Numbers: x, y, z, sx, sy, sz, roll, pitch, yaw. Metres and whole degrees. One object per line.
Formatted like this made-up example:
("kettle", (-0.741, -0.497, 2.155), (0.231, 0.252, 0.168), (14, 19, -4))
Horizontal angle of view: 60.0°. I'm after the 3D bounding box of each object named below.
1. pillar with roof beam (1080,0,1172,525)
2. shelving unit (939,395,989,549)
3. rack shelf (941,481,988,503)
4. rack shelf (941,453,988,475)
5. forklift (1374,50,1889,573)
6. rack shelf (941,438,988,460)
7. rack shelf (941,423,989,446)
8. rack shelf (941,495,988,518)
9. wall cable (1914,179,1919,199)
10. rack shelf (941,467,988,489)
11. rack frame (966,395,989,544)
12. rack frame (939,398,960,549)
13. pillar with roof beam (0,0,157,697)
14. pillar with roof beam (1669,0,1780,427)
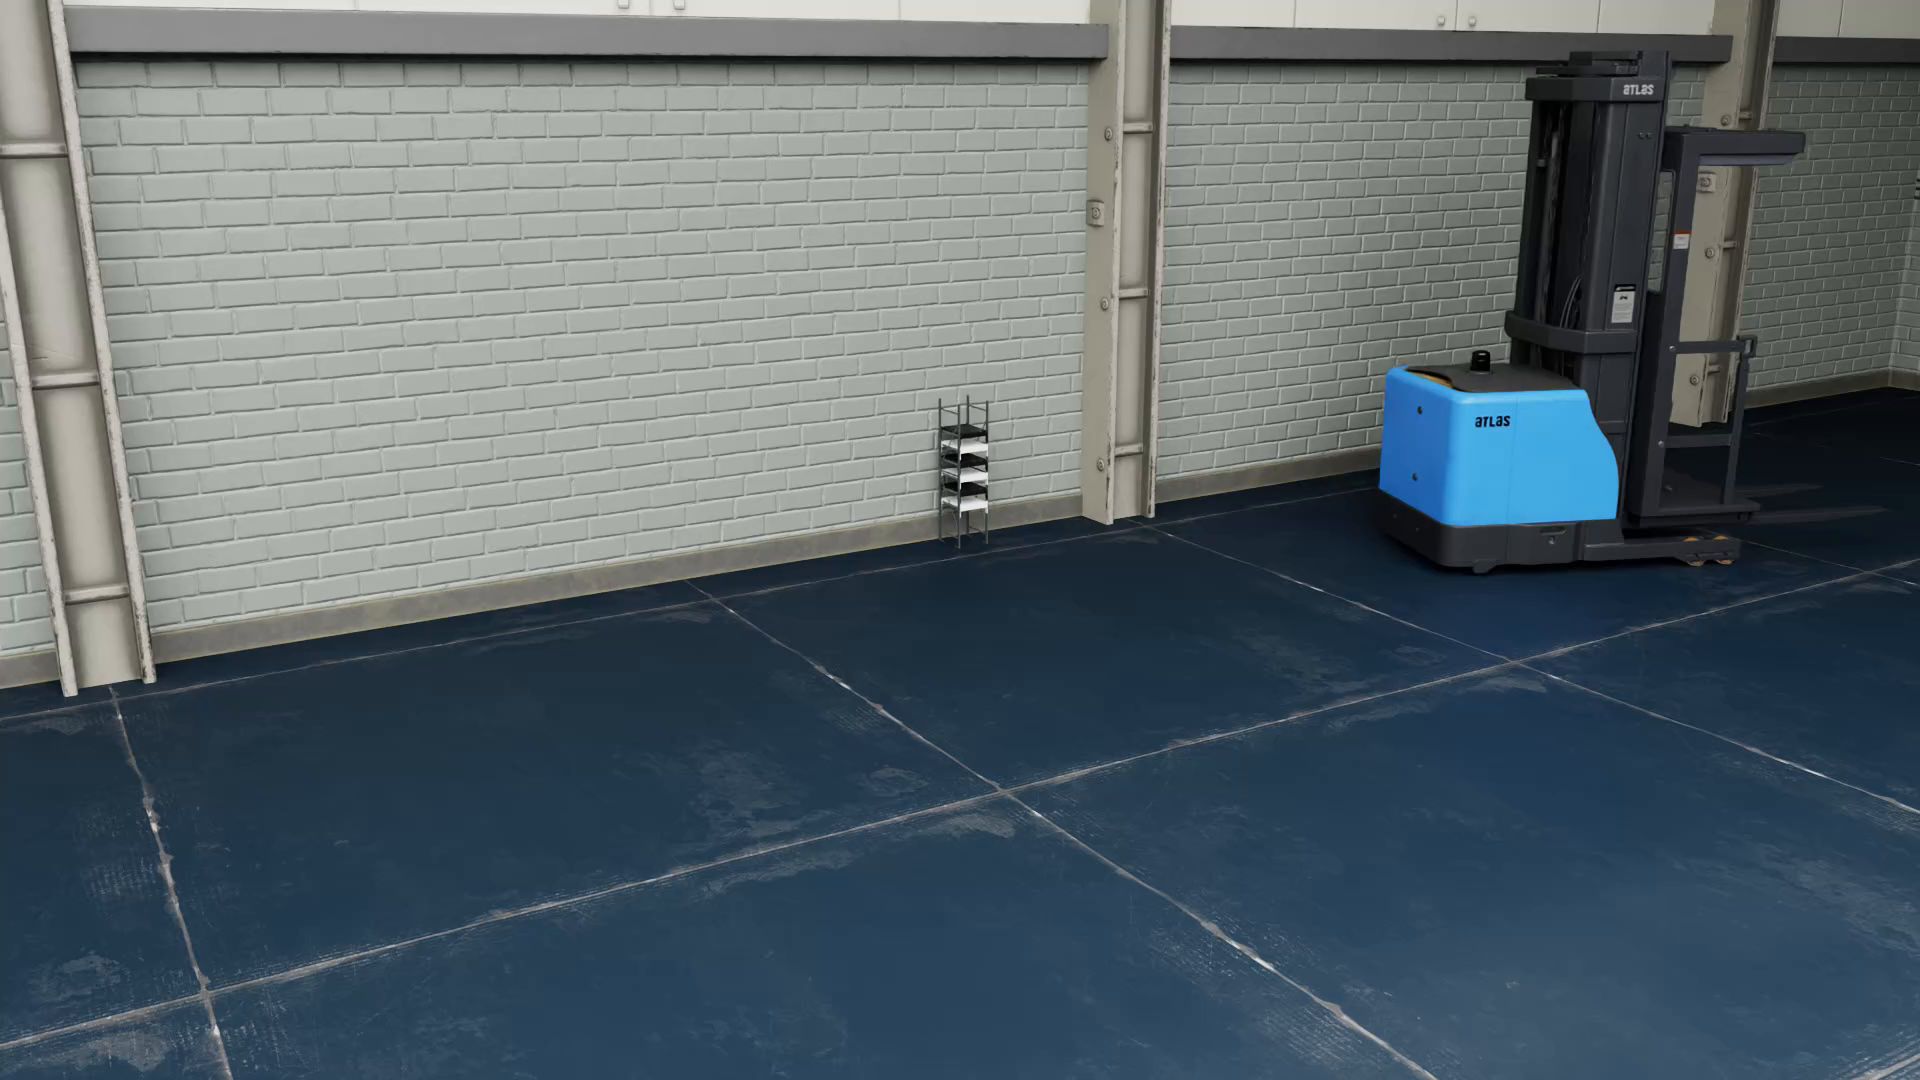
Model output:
("pillar with roof beam", (3.257, -3.499, 6.220), (0.400, 9.000, 9.100), (-9, 18, -30))
("shelving unit", (0.021, -0.421, 10.245), (0.210, 0.900, 0.258), (-10, 18, -31))
("rack shelf", (0.021, -0.303, 10.278), (0.200, 0.077, 0.258), (-10, 18, -31))
("rack shelf", (0.021, -0.476, 10.229), (0.200, 0.077, 0.258), (-10, 18, -31))
("forklift", (4.176, -1.394, 9.954), (3.031, 2.935, 1.130), (-3, 16, -10))
("rack shelf", (0.021, -0.562, 10.205), (0.200, 0.077, 0.258), (-10, 18, -31))
("rack shelf", (0.021, -0.649, 10.181), (0.200, 0.077, 0.258), (-10, 18, -31))
("rack shelf", (0.021, -0.216, 10.303), (0.200, 0.077, 0.258), (-10, 18, -31))
("wall cable", (9.389, -3.937, 13.537), (0.112, 2.526, 3.097), (-9, 18, -30))
("rack shelf", (0.021, -0.389, 10.254), (0.200, 0.077, 0.258), (-10, 18, -31))
("rack frame", (0.107, -0.436, 10.297), (0.006, 0.900, 0.240), (-10, 18, -31))
("rack frame", (-0.065, -0.407, 10.193), (0.006, 0.900, 0.240), (-10, 18, -31))
("pillar with roof beam", (-1.887, -2.665, 3.244), (0.400, 9.000, 9.100), (-9, 18, -30))
("pillar with roof beam", (8.400, -4.333, 9.195), (0.400, 9.000, 9.100), (-9, 18, -30))
